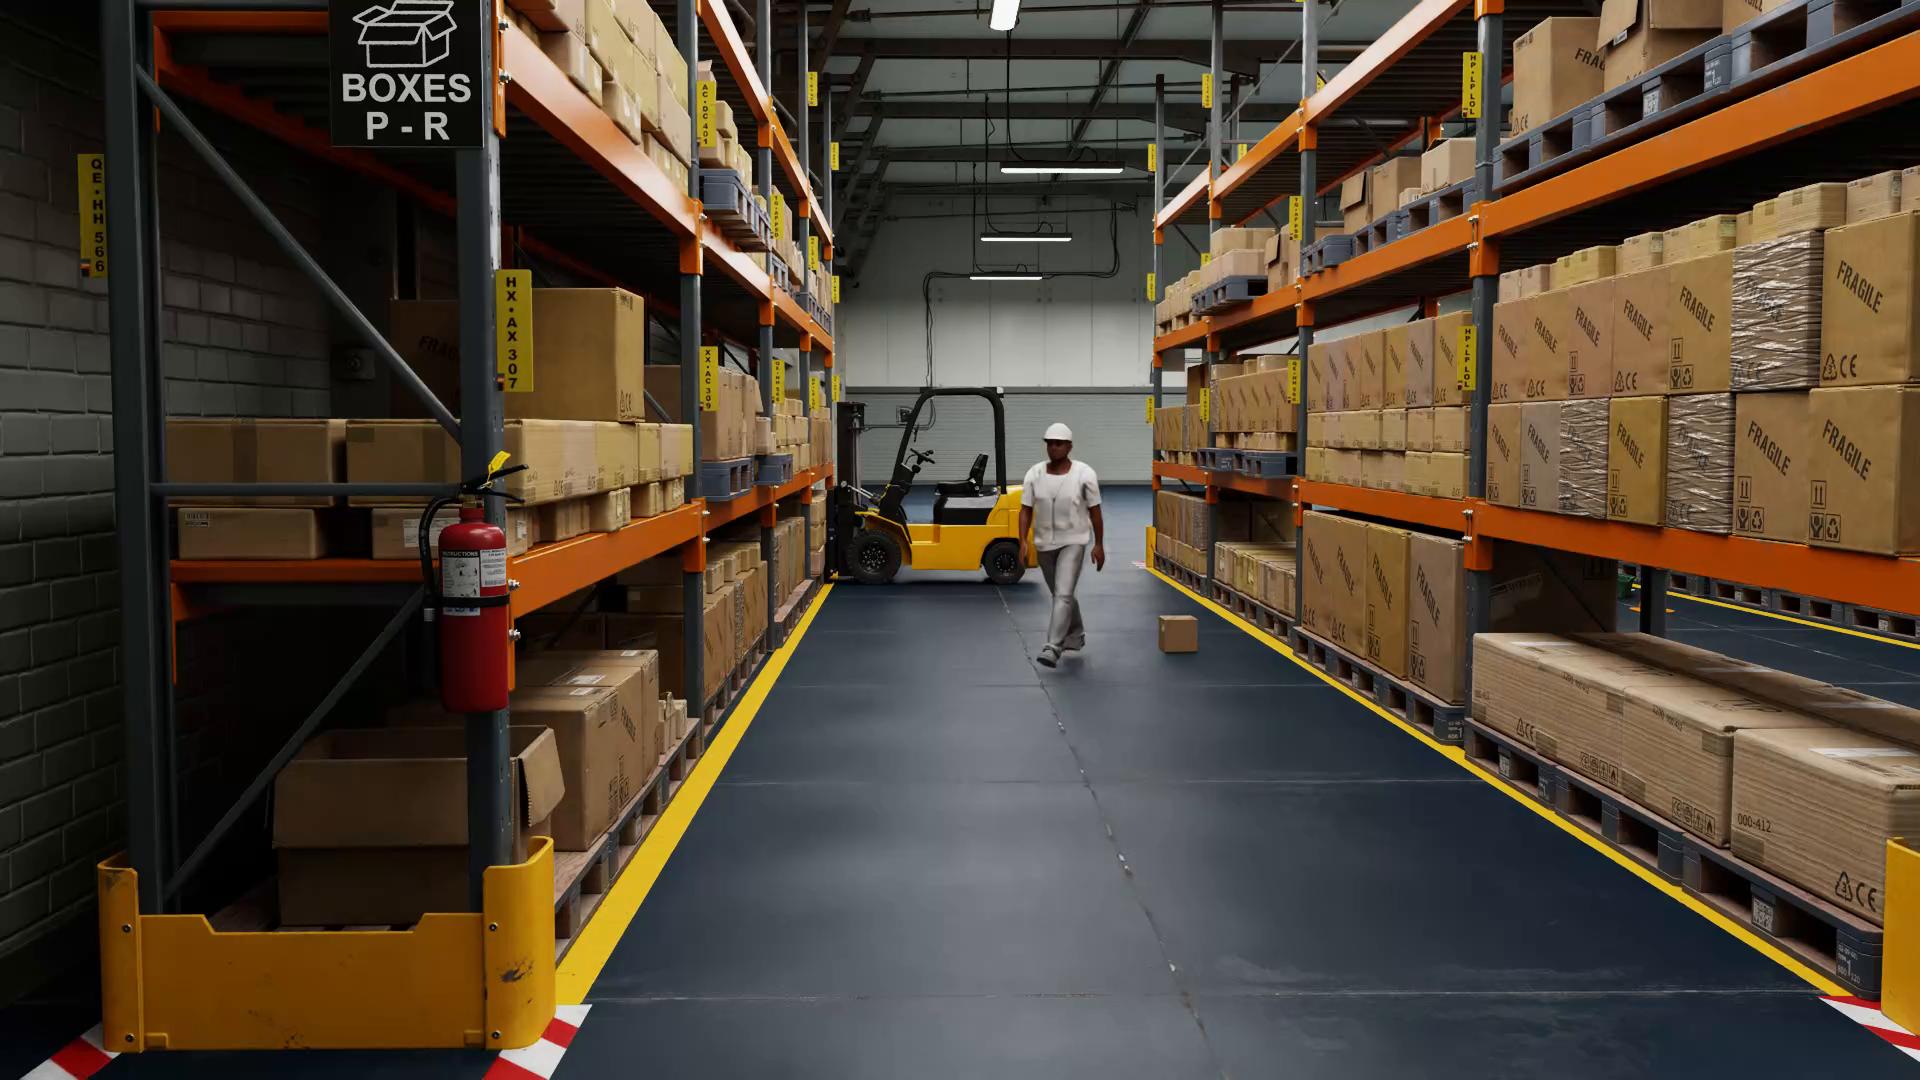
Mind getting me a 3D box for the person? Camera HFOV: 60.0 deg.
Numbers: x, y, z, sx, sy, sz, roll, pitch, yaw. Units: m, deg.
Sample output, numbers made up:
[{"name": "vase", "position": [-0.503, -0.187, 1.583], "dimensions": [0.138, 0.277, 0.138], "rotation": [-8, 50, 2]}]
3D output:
[{"name": "person", "position": [0.695, 0.024, 11.853], "dimensions": [0.575, 1.709, 1.098], "rotation": [2, 4, 26]}]
